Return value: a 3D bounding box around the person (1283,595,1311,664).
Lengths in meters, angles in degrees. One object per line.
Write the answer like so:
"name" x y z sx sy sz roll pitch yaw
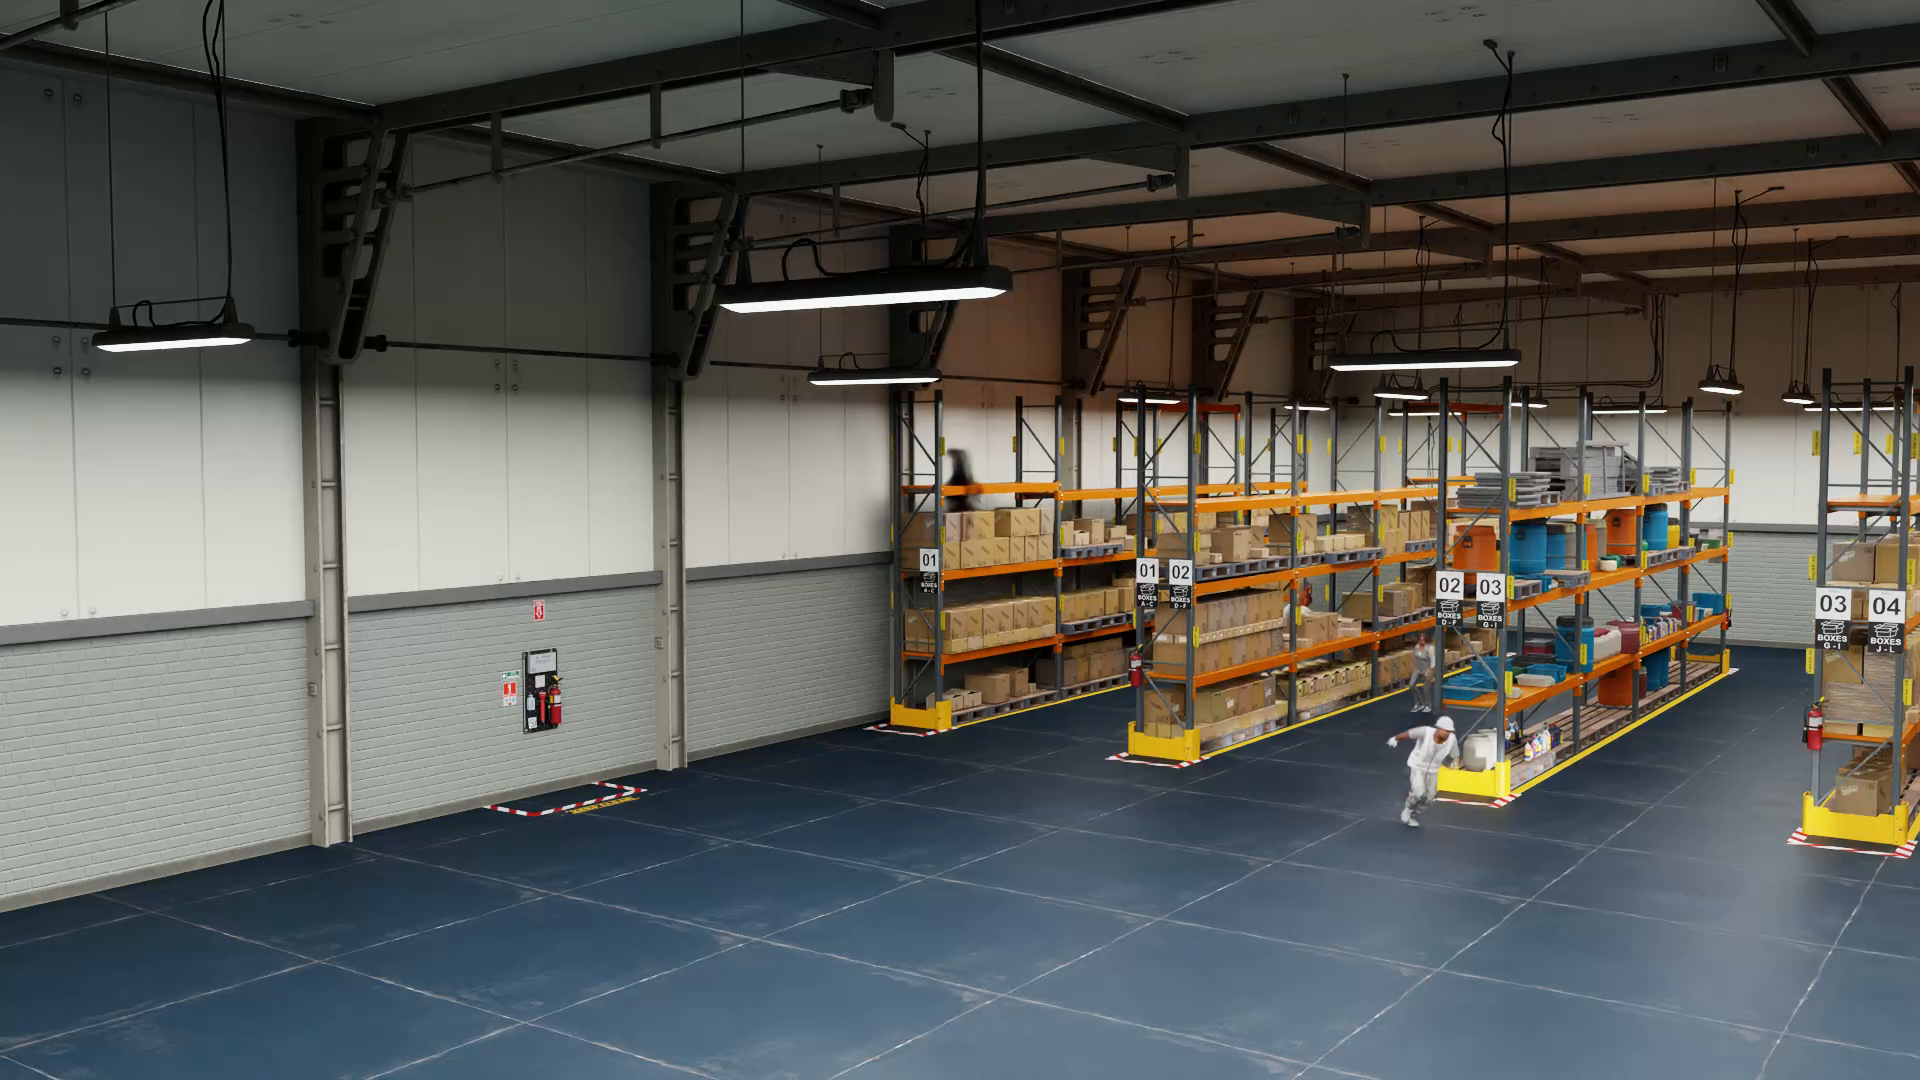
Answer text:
"person" 7.511 2.066 37.045 0.714 1.719 0.637 2 4 26

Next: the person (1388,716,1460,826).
"person" 6.076 3.006 21.576 0.721 1.528 1.020 -1 3 -9

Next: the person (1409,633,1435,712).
"person" 8.666 2.477 31.004 0.522 1.529 0.729 3 4 41
